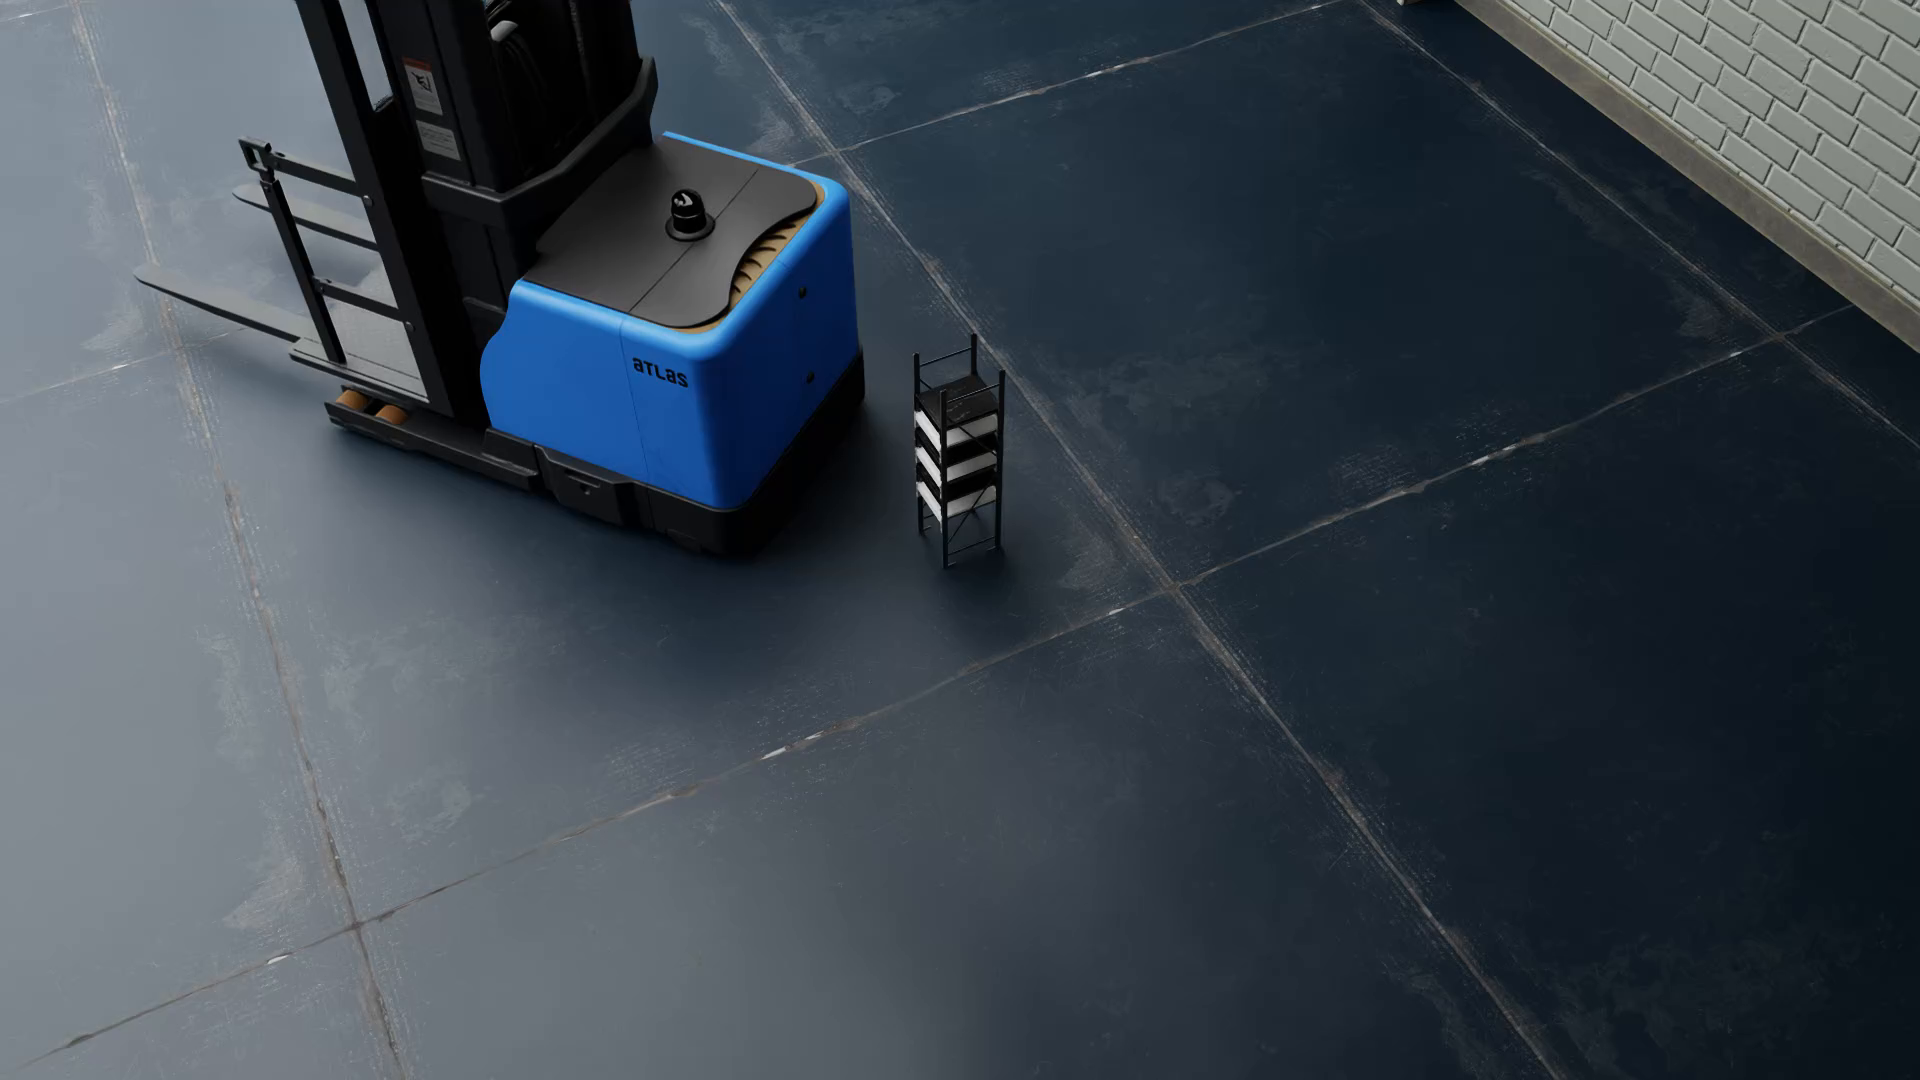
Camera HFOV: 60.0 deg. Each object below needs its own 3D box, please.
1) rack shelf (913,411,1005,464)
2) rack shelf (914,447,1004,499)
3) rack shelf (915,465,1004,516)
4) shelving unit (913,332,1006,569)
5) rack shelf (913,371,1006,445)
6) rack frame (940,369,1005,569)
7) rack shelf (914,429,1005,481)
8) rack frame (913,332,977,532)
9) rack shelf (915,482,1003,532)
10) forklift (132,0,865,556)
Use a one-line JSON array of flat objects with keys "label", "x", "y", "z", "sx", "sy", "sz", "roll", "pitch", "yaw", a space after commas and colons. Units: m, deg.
[{"label": "rack shelf", "x": -0.004, "y": -0.398, "z": 5.806, "sx": 0.258, "sy": 0.077, "sz": 0.200, "roll": -21, "pitch": 52, "yaw": -18}, {"label": "rack shelf", "x": -0.004, "y": -0.280, "z": 5.941, "sx": 0.258, "sy": 0.077, "sz": 0.200, "roll": -21, "pitch": 52, "yaw": -18}, {"label": "rack shelf", "x": -0.004, "y": -0.220, "z": 6.009, "sx": 0.258, "sy": 0.077, "sz": 0.200, "roll": -21, "pitch": 52, "yaw": -18}, {"label": "shelving unit", "x": -0.004, "y": -0.302, "z": 5.916, "sx": 0.258, "sy": 0.900, "sz": 0.210, "roll": -21, "pitch": 52, "yaw": -18}, {"label": "rack shelf", "x": -0.004, "y": -0.458, "z": 5.738, "sx": 0.258, "sy": 0.077, "sz": 0.200, "roll": -21, "pitch": 52, "yaw": -18}, {"label": "rack frame", "x": 0.043, "y": -0.234, "z": 5.857, "sx": 0.240, "sy": 0.900, "sz": 0.006, "roll": -21, "pitch": 52, "yaw": -18}, {"label": "rack shelf", "x": -0.004, "y": -0.339, "z": 5.873, "sx": 0.258, "sy": 0.077, "sz": 0.200, "roll": -21, "pitch": 52, "yaw": -18}, {"label": "rack frame", "x": -0.050, "y": -0.370, "z": 5.976, "sx": 0.240, "sy": 0.900, "sz": 0.006, "roll": -21, "pitch": 52, "yaw": -18}, {"label": "rack shelf", "x": -0.004, "y": -0.161, "z": 6.077, "sx": 0.258, "sy": 0.077, "sz": 0.200, "roll": -21, "pitch": 52, "yaw": -18}, {"label": "forklift", "x": -1.939, "y": -1.674, "z": 5.767, "sx": 3.031, "sy": 2.935, "sz": 1.130, "roll": 19, "pitch": 52, "yaw": 16}]
